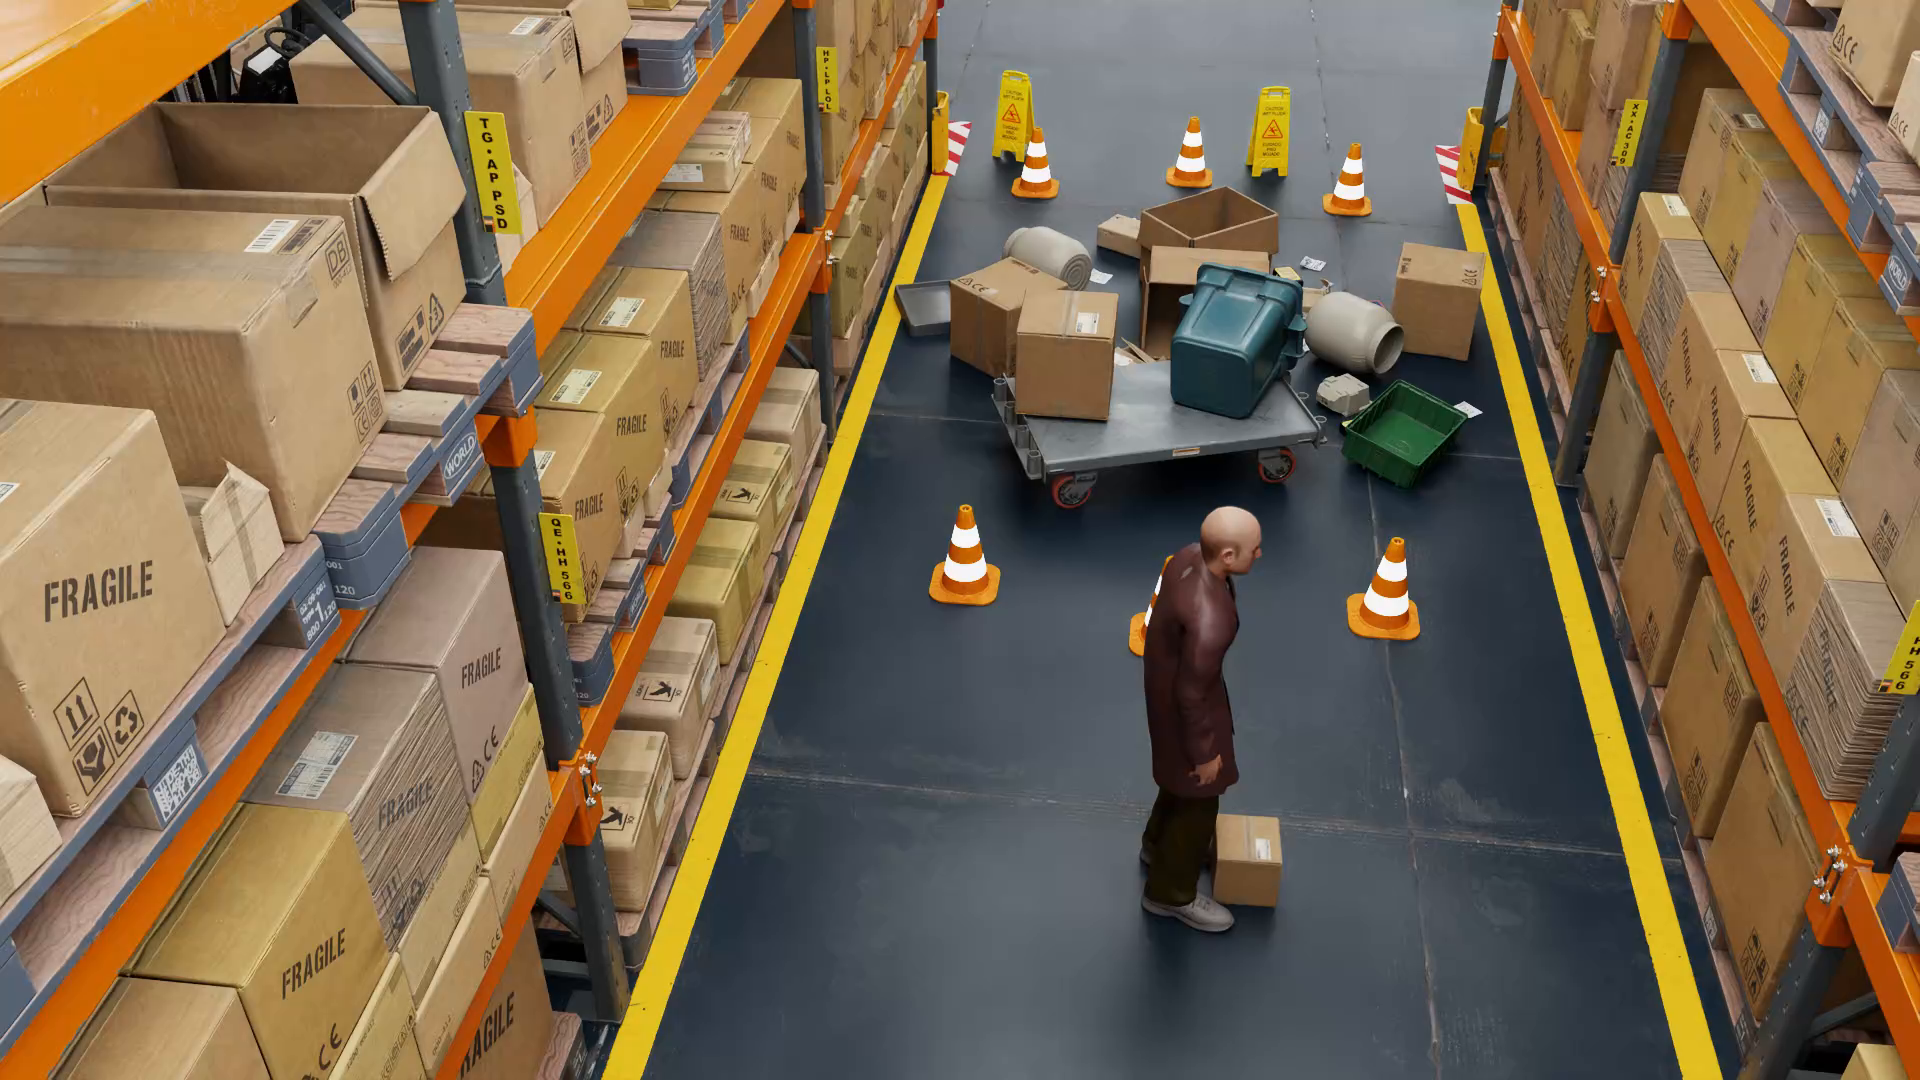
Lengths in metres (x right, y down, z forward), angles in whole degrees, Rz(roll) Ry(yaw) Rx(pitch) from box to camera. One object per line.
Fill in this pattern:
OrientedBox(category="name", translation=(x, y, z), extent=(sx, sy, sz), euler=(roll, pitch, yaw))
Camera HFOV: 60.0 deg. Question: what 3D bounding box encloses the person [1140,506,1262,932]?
OrientedBox(category="person", translation=(0.880, 0.632, 6.176), extent=(0.429, 1.772, 0.643), euler=(3, 36, 4))
